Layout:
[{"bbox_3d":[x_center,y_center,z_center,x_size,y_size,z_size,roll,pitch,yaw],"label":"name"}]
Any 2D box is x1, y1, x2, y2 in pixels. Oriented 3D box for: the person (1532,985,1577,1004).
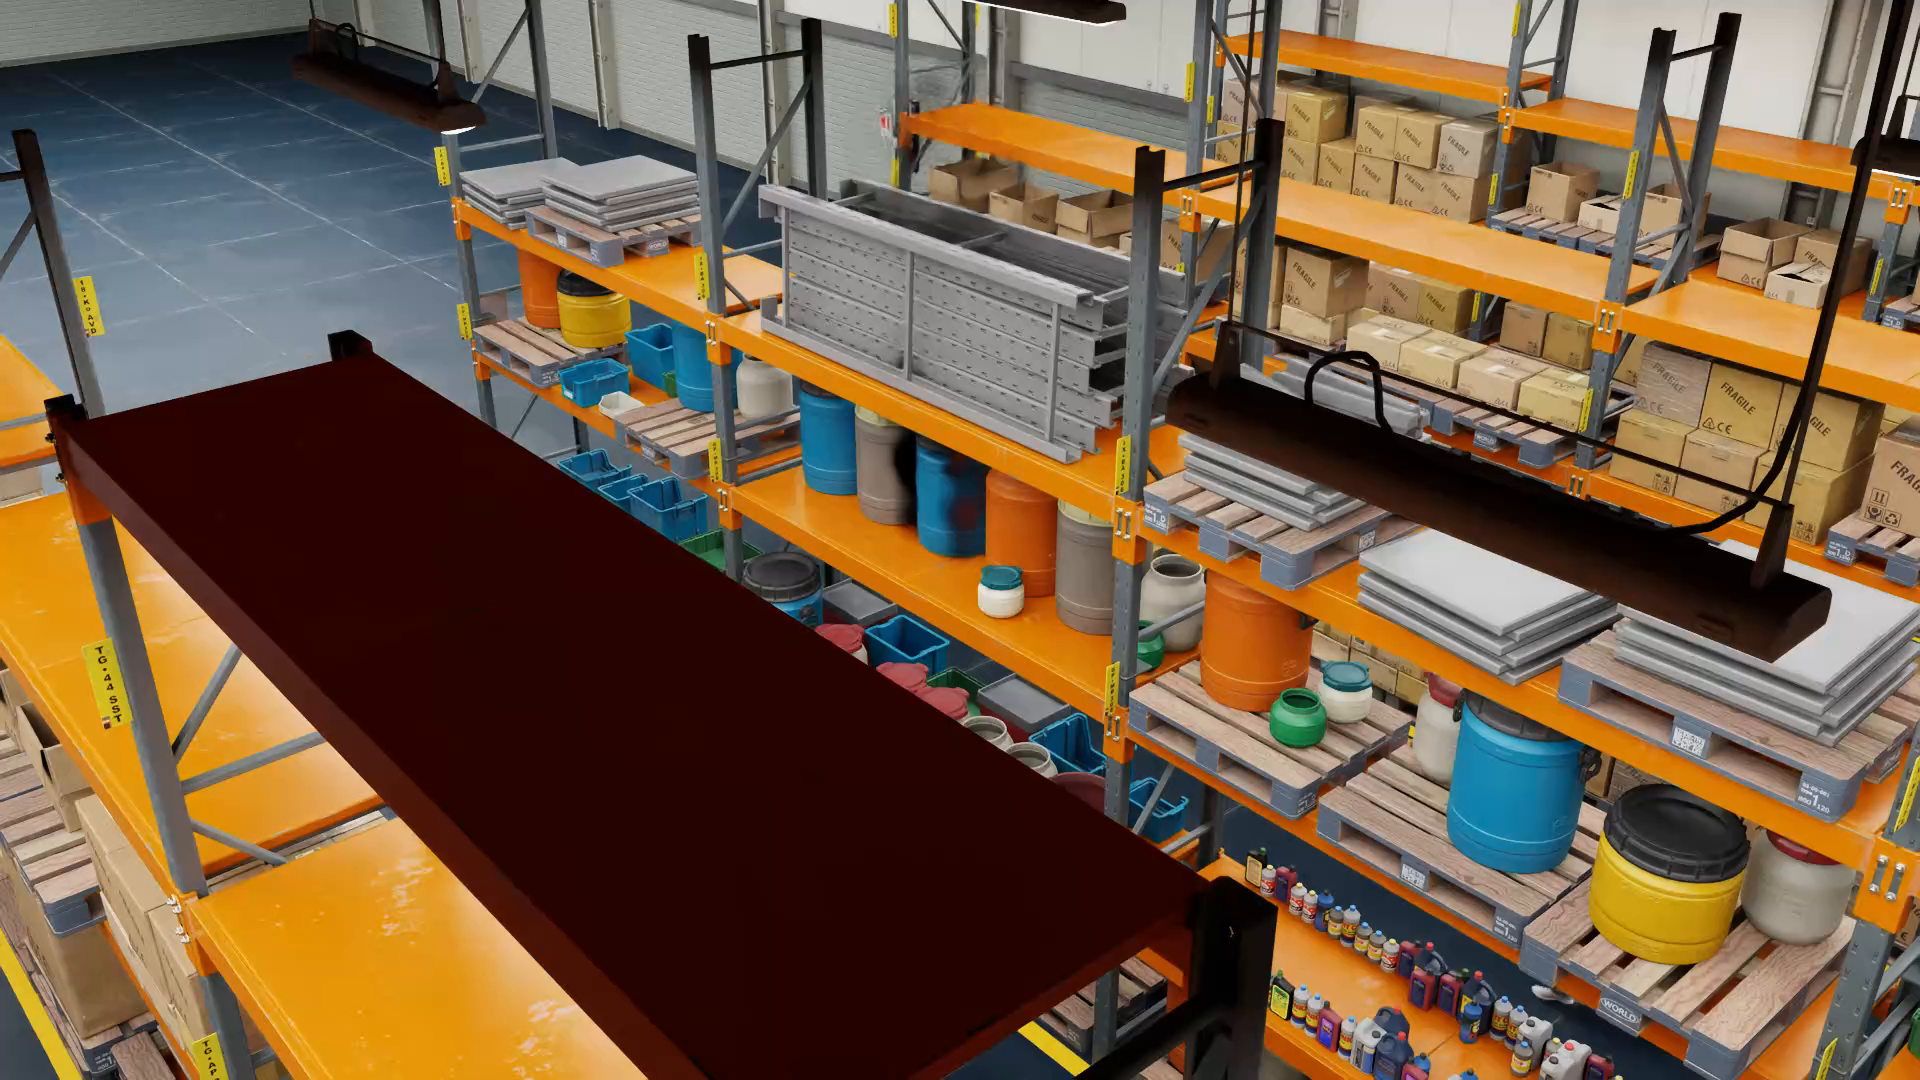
[{"bbox_3d":[4.269,2.469,10.874,0.820,1.692,0.583,23,35,38],"label":"person"}]
